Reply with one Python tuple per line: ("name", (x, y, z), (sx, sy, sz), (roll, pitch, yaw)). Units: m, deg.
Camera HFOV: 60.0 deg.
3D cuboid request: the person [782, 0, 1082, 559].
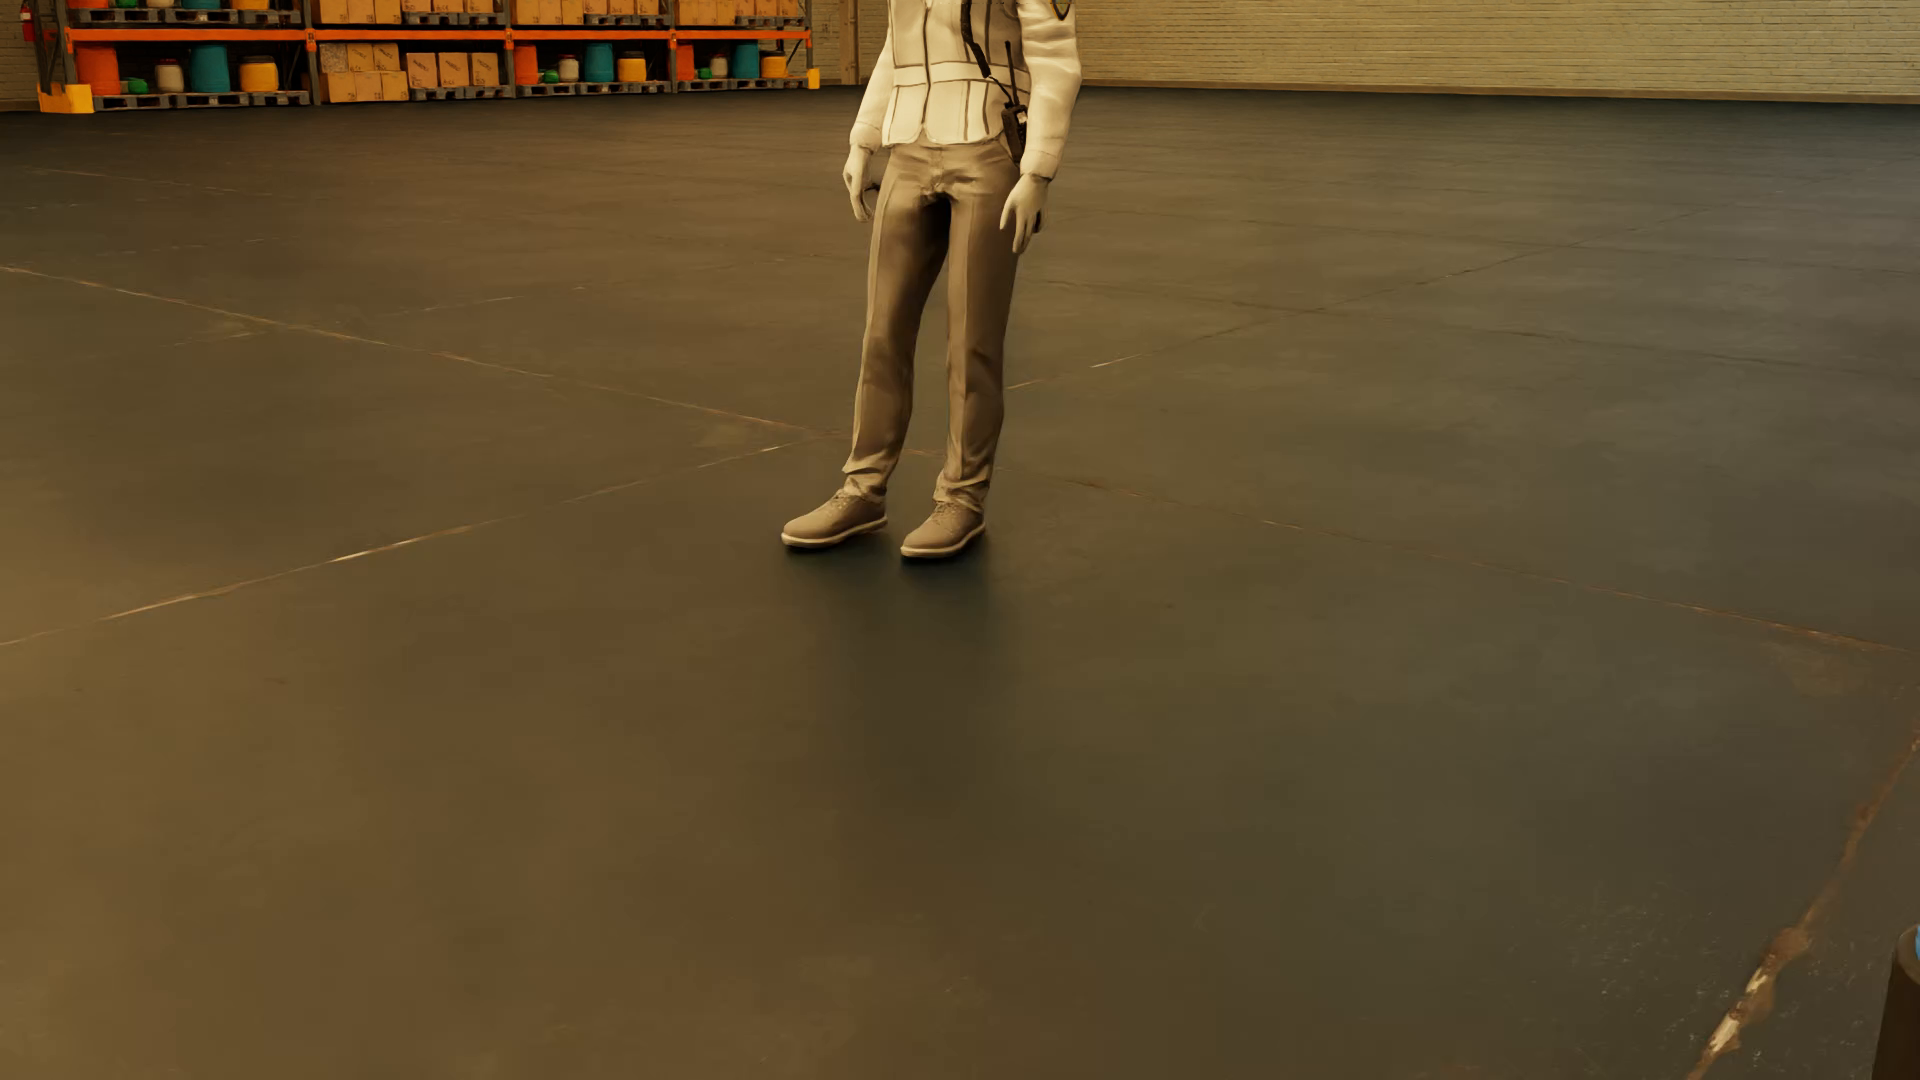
("person", (-0.048, -0.804, 3.648), (0.587, 1.696, 0.534), (13, 21, 37))
